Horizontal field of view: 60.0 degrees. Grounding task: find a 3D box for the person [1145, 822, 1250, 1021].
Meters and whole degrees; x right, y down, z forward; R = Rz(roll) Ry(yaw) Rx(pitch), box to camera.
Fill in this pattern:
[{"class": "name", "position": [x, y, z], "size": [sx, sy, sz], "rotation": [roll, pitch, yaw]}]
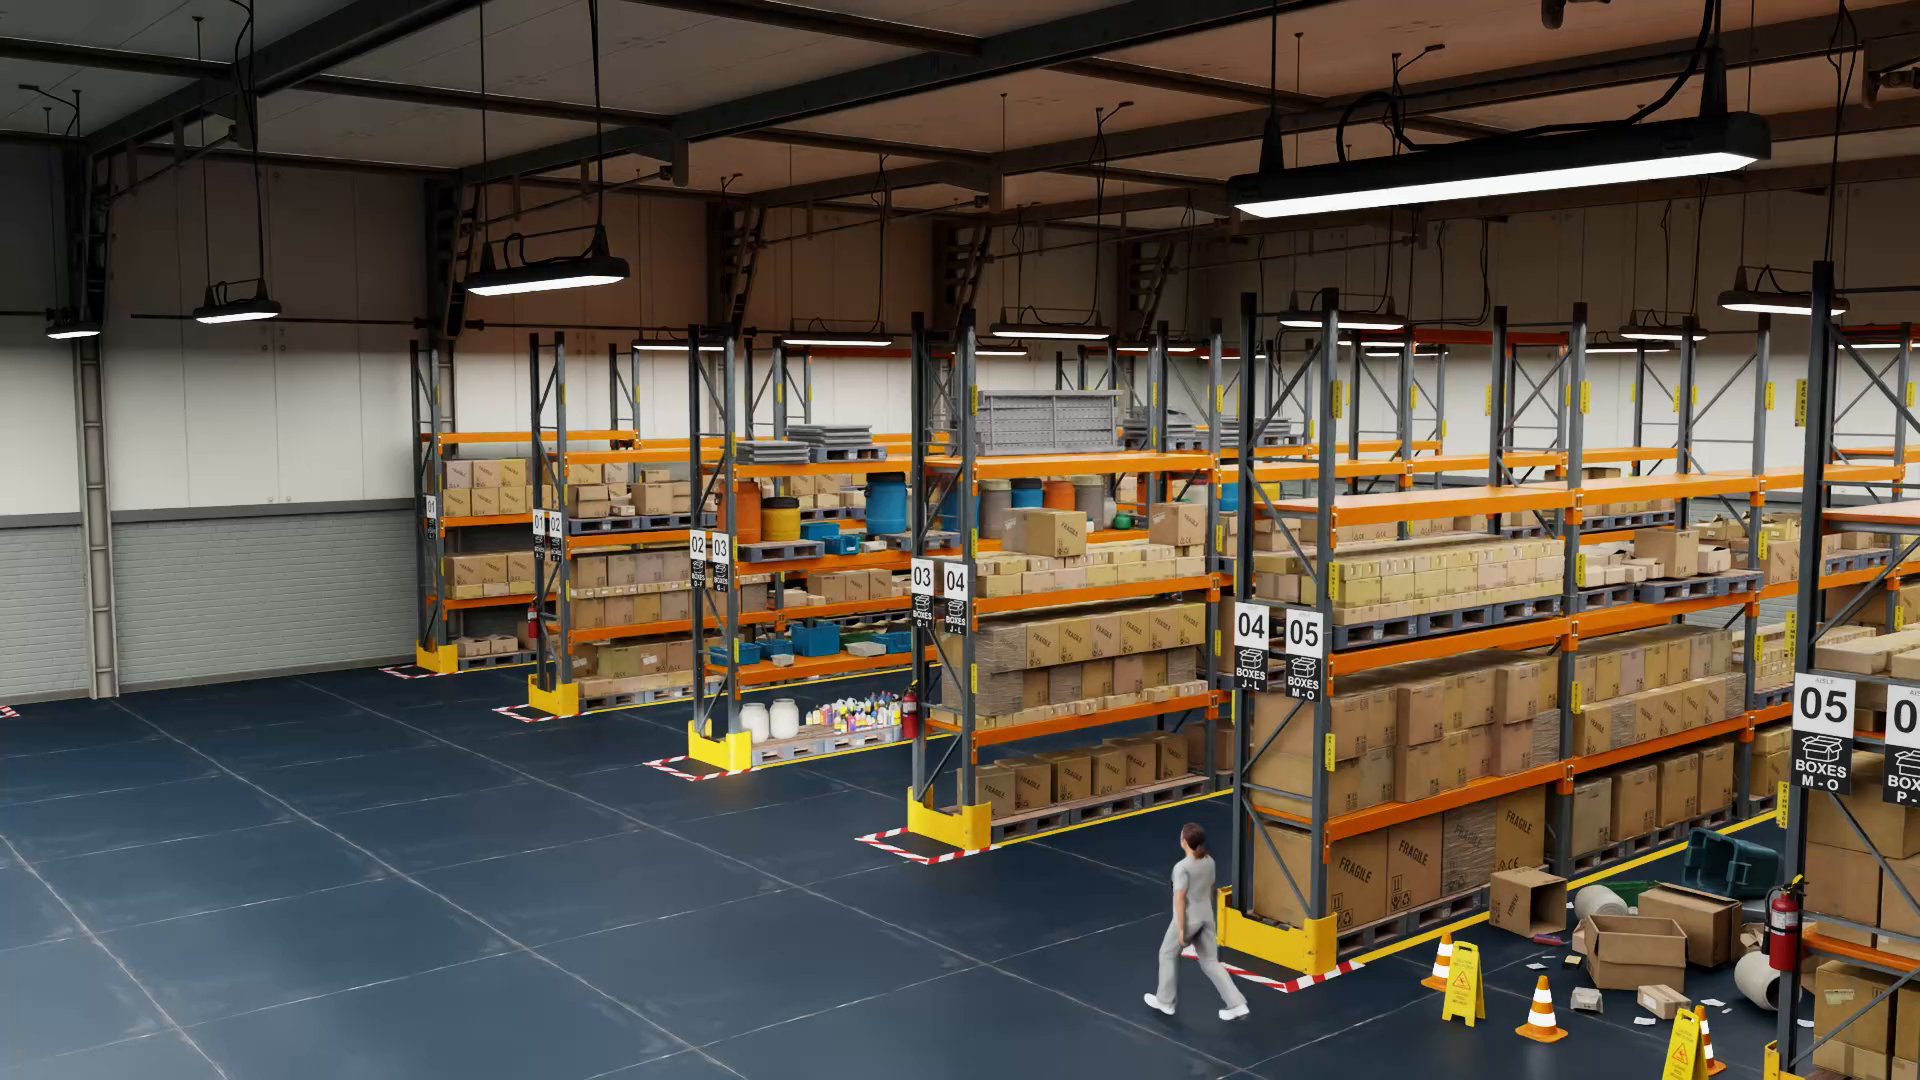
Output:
[{"class": "person", "position": [1.911, 3.101, 13.470], "size": [0.446, 1.627, 1.002], "rotation": [-4, 7, -39]}]
